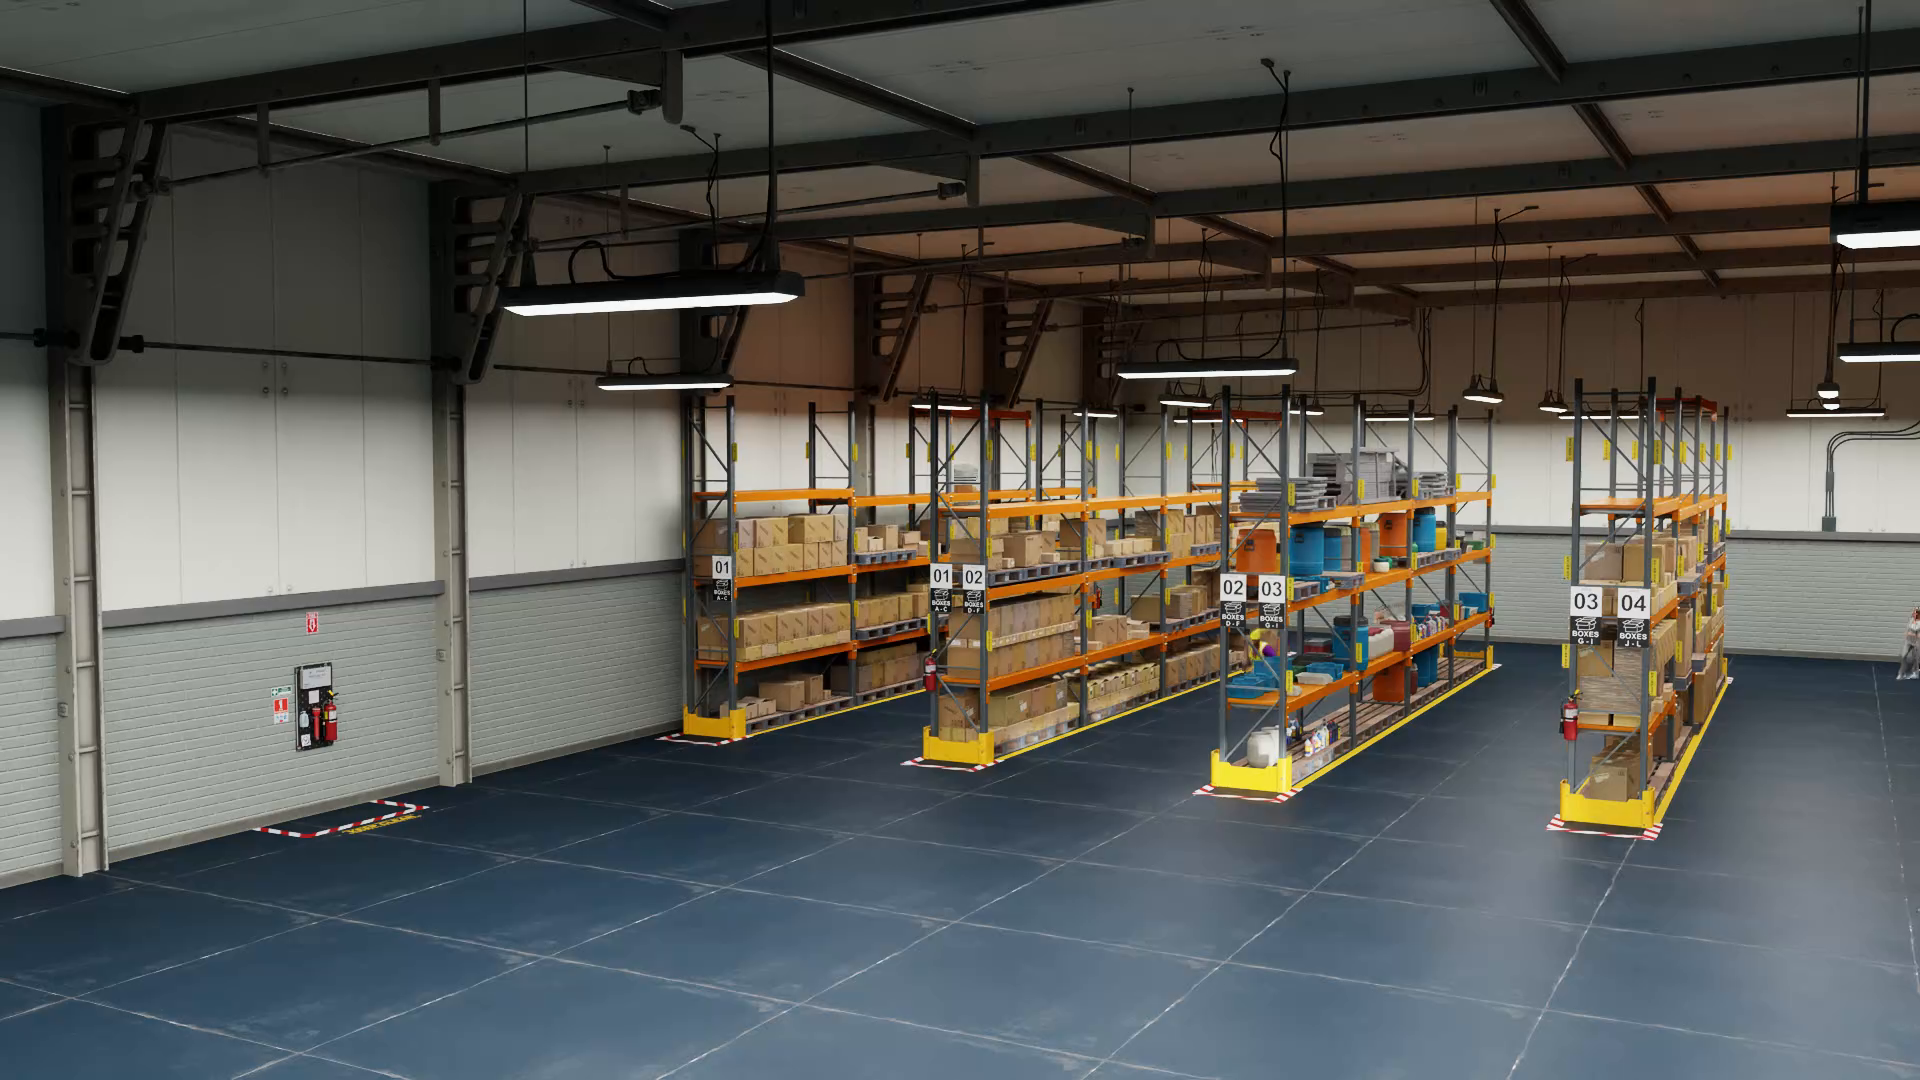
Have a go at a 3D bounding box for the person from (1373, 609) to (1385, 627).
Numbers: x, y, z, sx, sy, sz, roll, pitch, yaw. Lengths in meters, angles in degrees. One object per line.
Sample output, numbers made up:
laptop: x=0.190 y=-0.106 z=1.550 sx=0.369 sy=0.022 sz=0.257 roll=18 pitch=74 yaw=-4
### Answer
person: x=9.322 y=2.279 z=36.830 sx=0.903 sy=1.539 sz=0.601 roll=-3 pitch=4 yaw=-42

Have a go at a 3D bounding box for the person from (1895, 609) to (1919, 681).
person: x=20.913 y=2.308 z=36.359 sx=0.692 sy=1.623 sz=0.552 roll=-2 pitch=4 yaw=-32

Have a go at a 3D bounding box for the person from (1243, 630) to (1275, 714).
person: x=5.861 y=2.516 z=32.125 sx=0.704 sy=1.610 sz=1.125 roll=2 pitch=4 yaw=34
